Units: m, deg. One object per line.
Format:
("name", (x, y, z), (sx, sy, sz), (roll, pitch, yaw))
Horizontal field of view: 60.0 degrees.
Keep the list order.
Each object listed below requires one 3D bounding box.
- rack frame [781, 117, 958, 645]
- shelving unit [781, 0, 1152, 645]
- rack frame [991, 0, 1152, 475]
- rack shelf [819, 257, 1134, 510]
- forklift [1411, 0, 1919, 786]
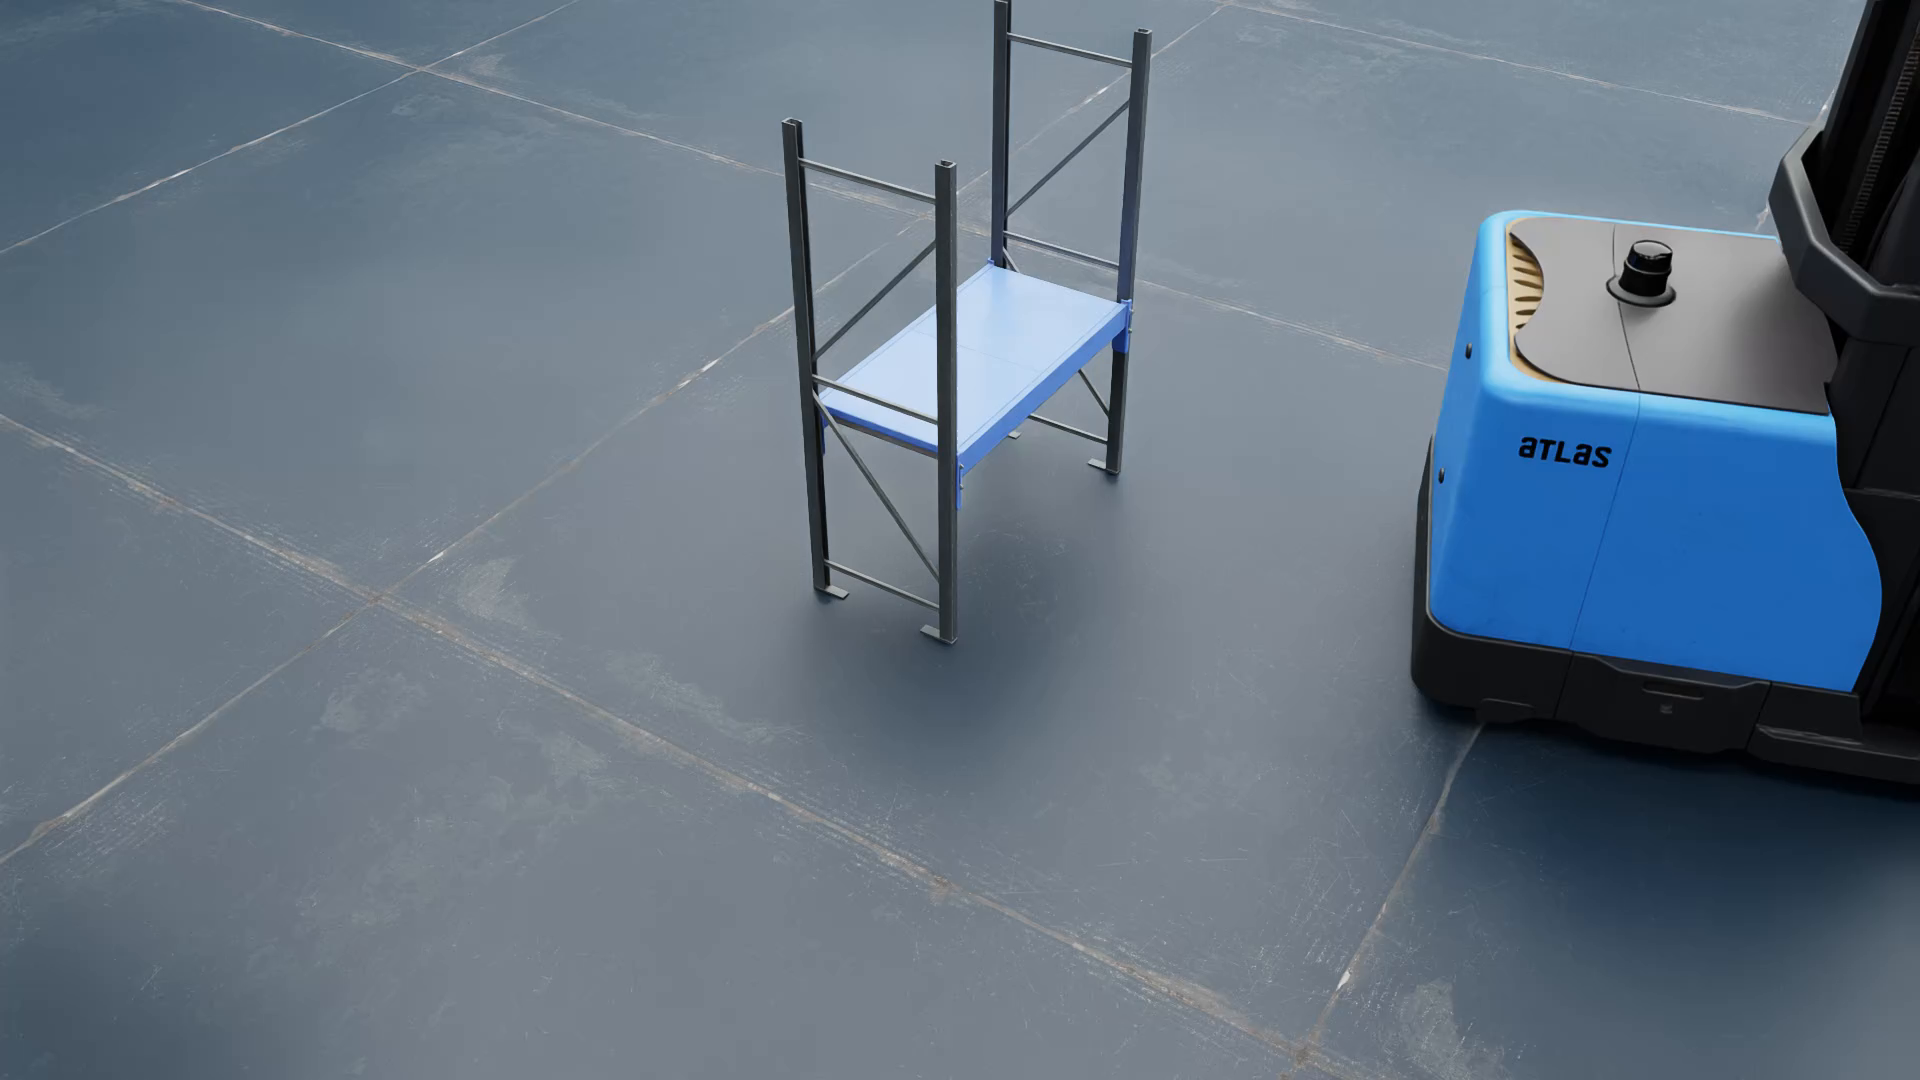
("rack frame", (-0.227, -0.376, 4.509), (0.500, 1.500, 0.032), (21, 42, 25))
("shelving unit", (0.046, -0.638, 4.849), (0.538, 1.500, 1.048), (21, 42, 25))
("rack frame", (0.318, -0.900, 5.189), (0.500, 1.500, 0.032), (21, 42, 25))
("rack shelf", (0.046, -0.496, 4.959), (0.538, 0.185, 1.000), (21, 42, 25))
("forklift", (2.832, -0.763, 3.839), (3.031, 2.935, 1.130), (8, 38, 11))
